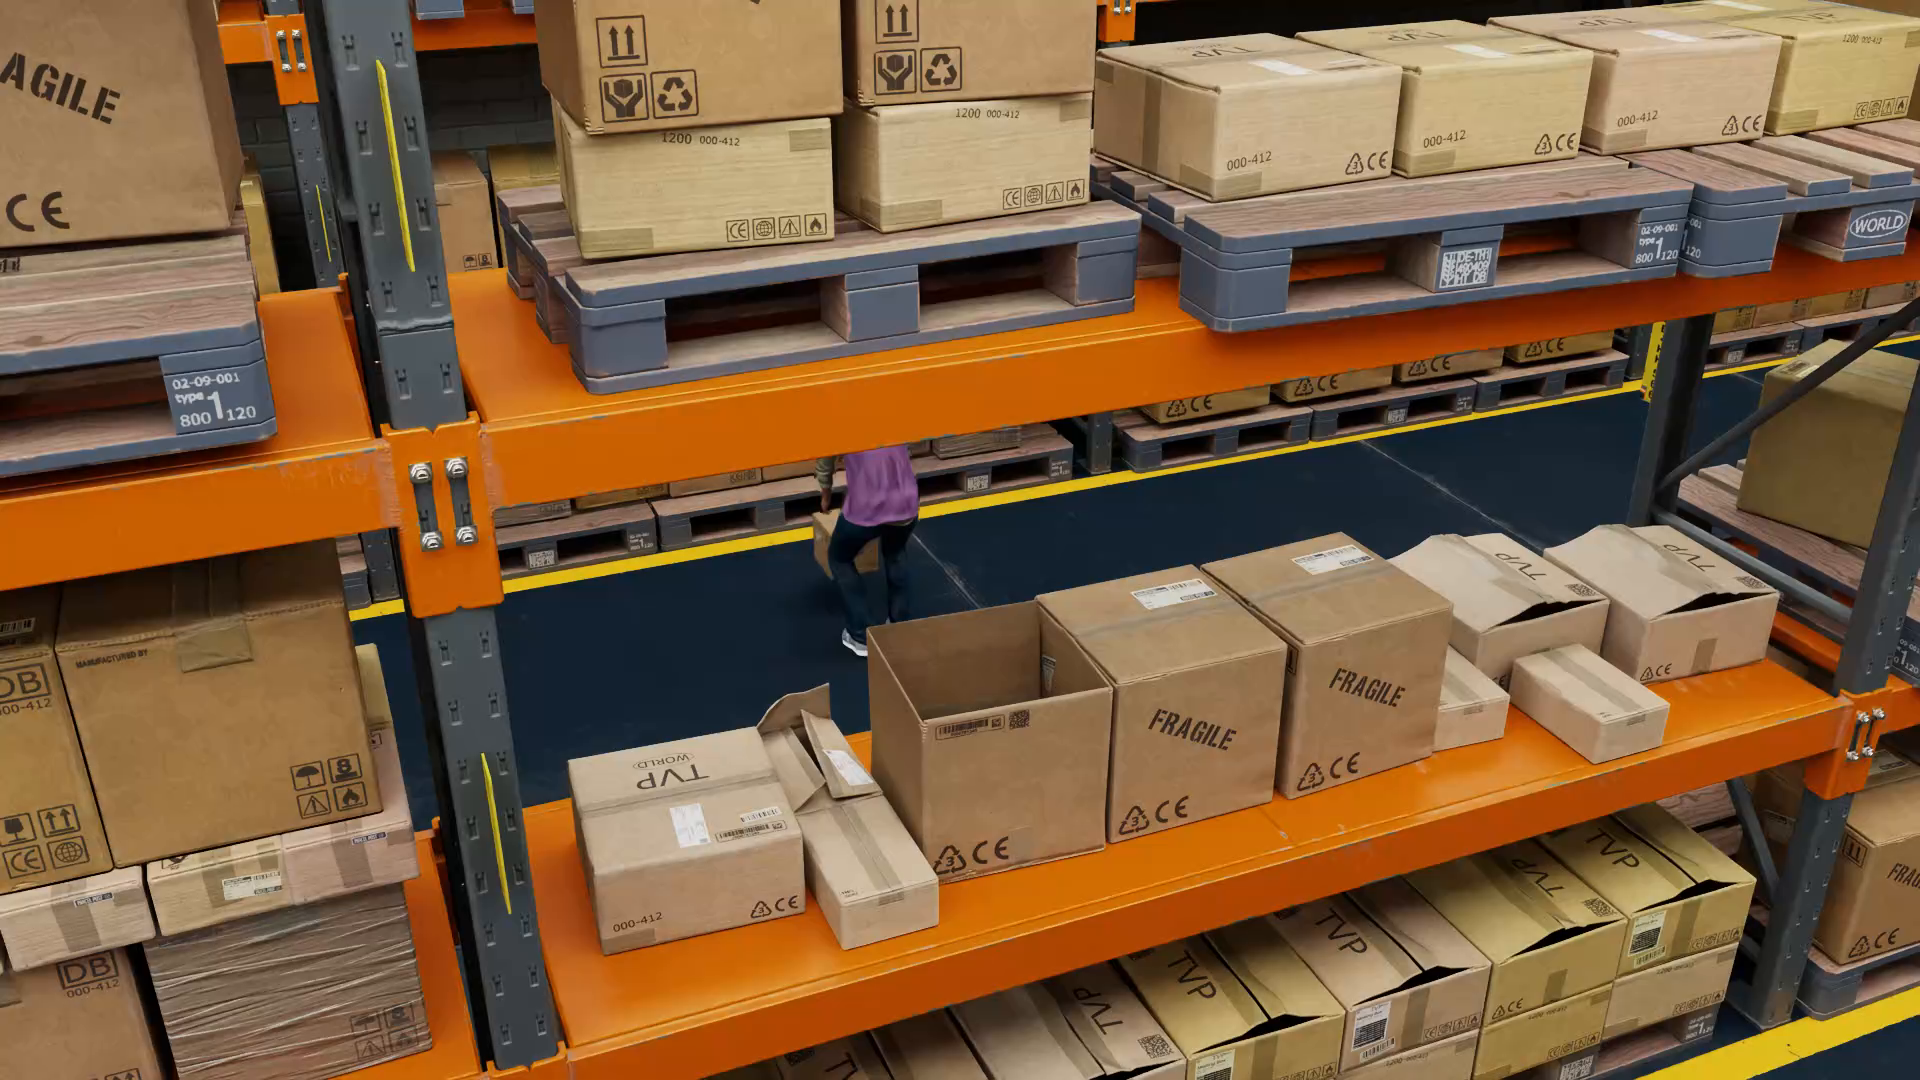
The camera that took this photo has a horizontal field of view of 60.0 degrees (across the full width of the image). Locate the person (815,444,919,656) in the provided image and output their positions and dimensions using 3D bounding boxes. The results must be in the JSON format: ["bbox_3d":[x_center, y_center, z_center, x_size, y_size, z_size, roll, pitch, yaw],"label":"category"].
[{"bbox_3d":[-0.423,-0.160,7.612,0.451,1.464,0.518,-10,28,-20],"label":"person"}]
